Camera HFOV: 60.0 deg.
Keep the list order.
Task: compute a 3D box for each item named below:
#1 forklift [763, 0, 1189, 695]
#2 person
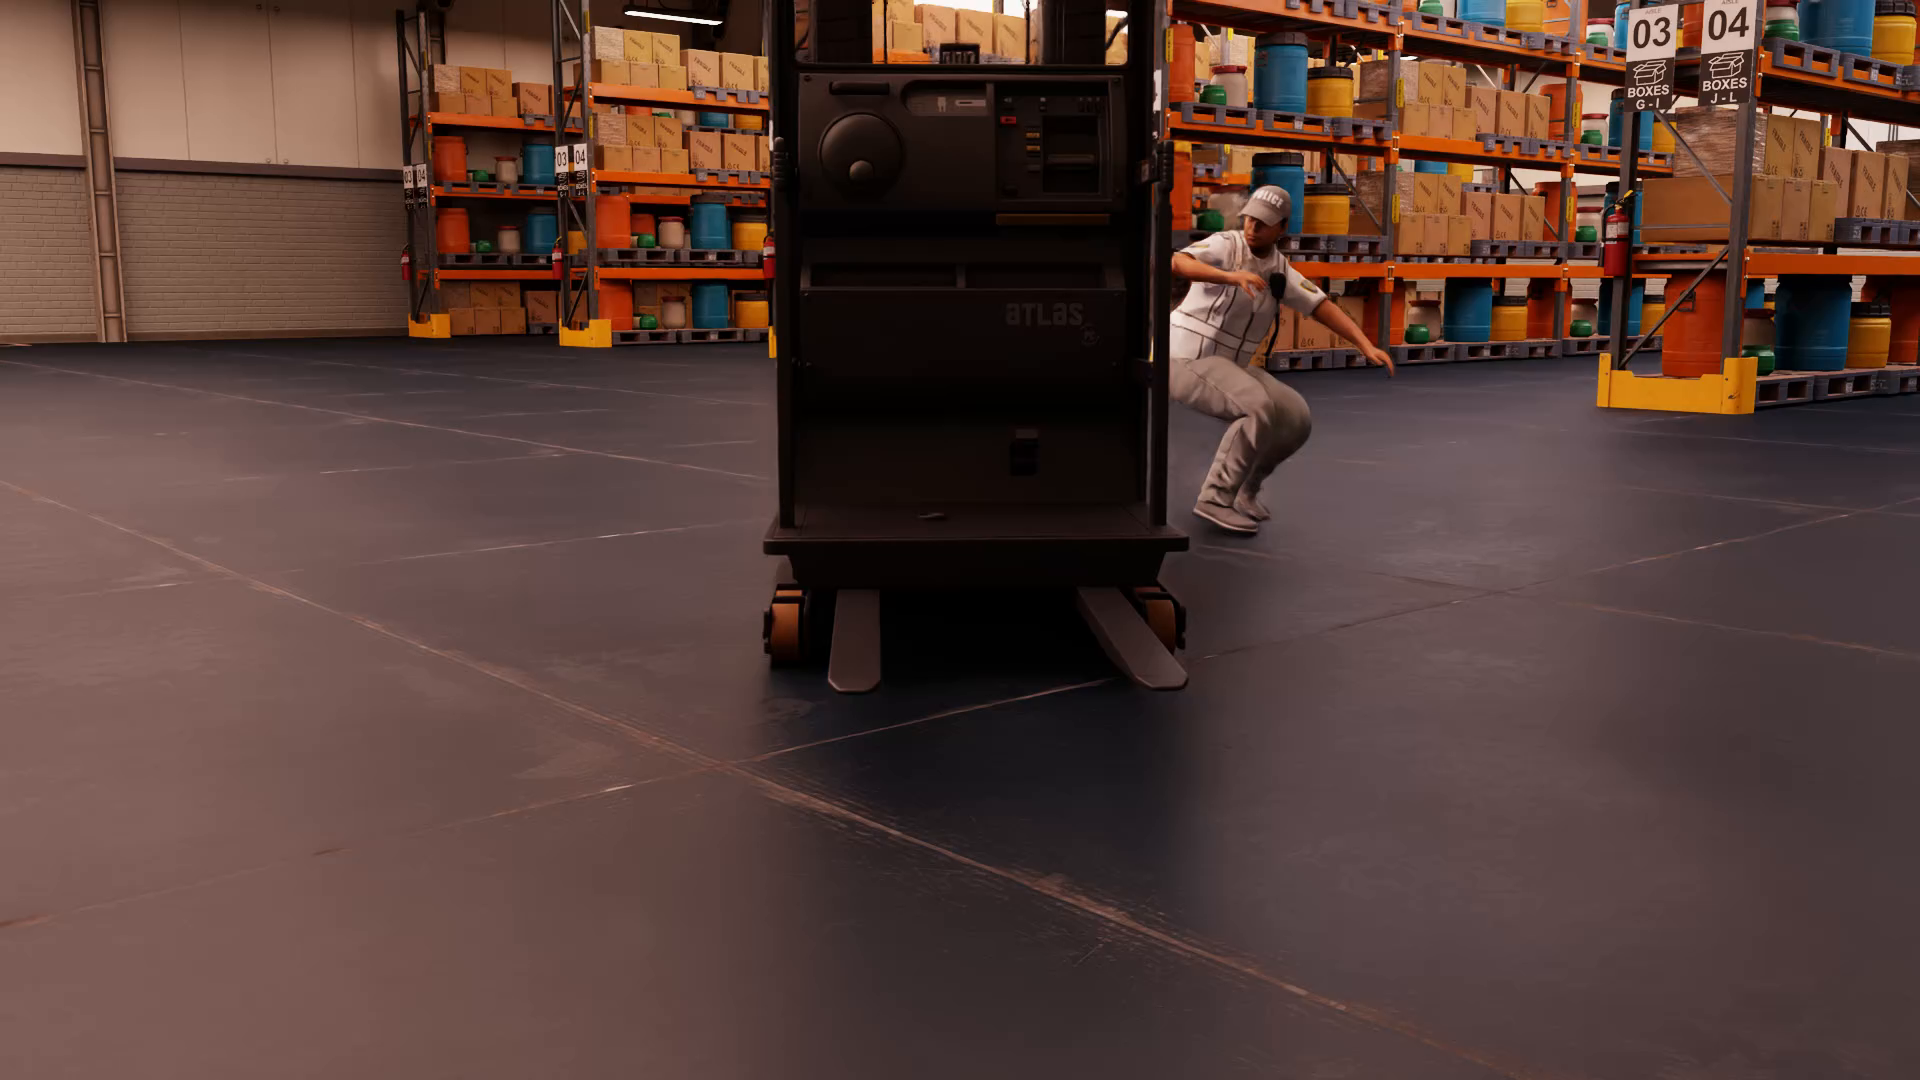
[{"bbox_3d":[0.022,-1.170,4.518,1.130,2.935,3.031,0,9,-3],"label":"forklift"},{"bbox_3d":[1.212,-0.724,6.765,0.910,1.414,0.739,8,12,43],"label":"person"}]
